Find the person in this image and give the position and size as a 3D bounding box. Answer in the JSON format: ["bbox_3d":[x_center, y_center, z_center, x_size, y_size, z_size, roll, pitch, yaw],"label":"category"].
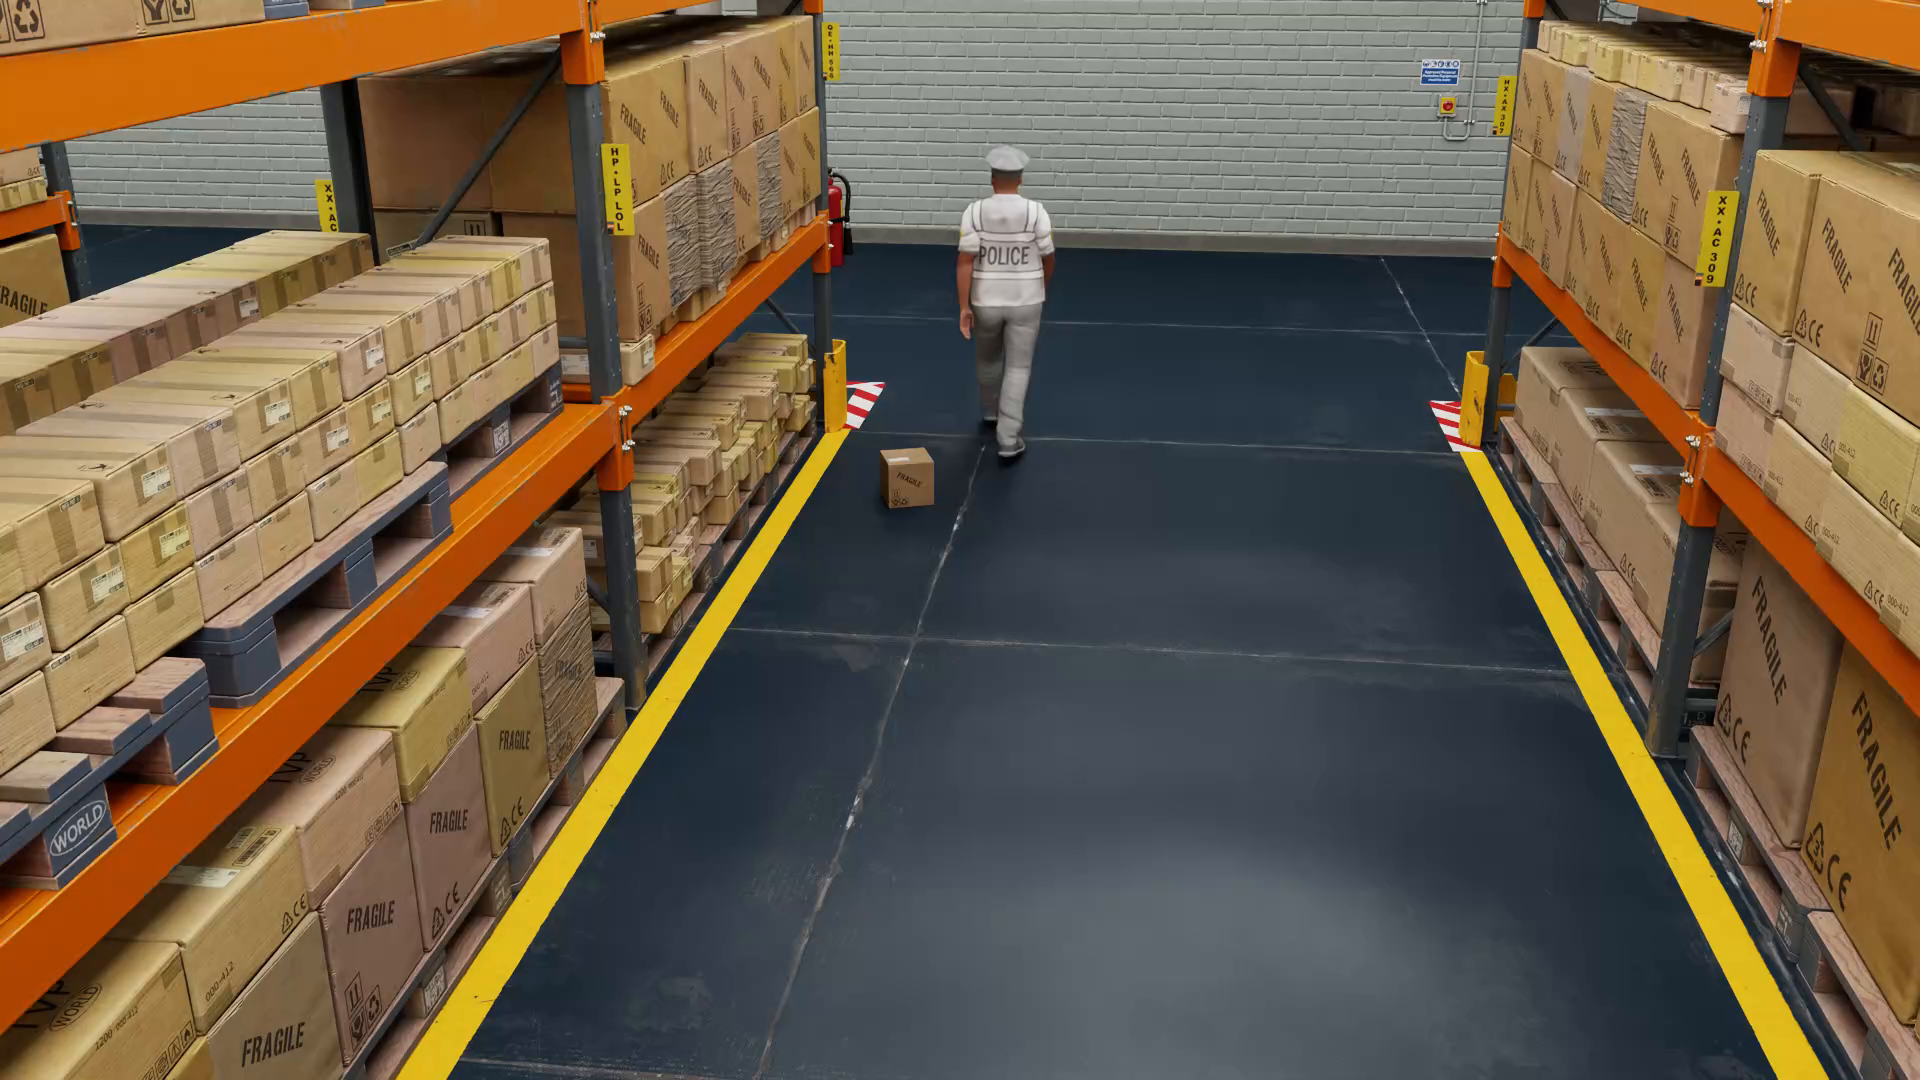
[{"bbox_3d":[0.288,-1.429,9.729,0.531,1.717,0.996,4,21,11],"label":"person"}]
